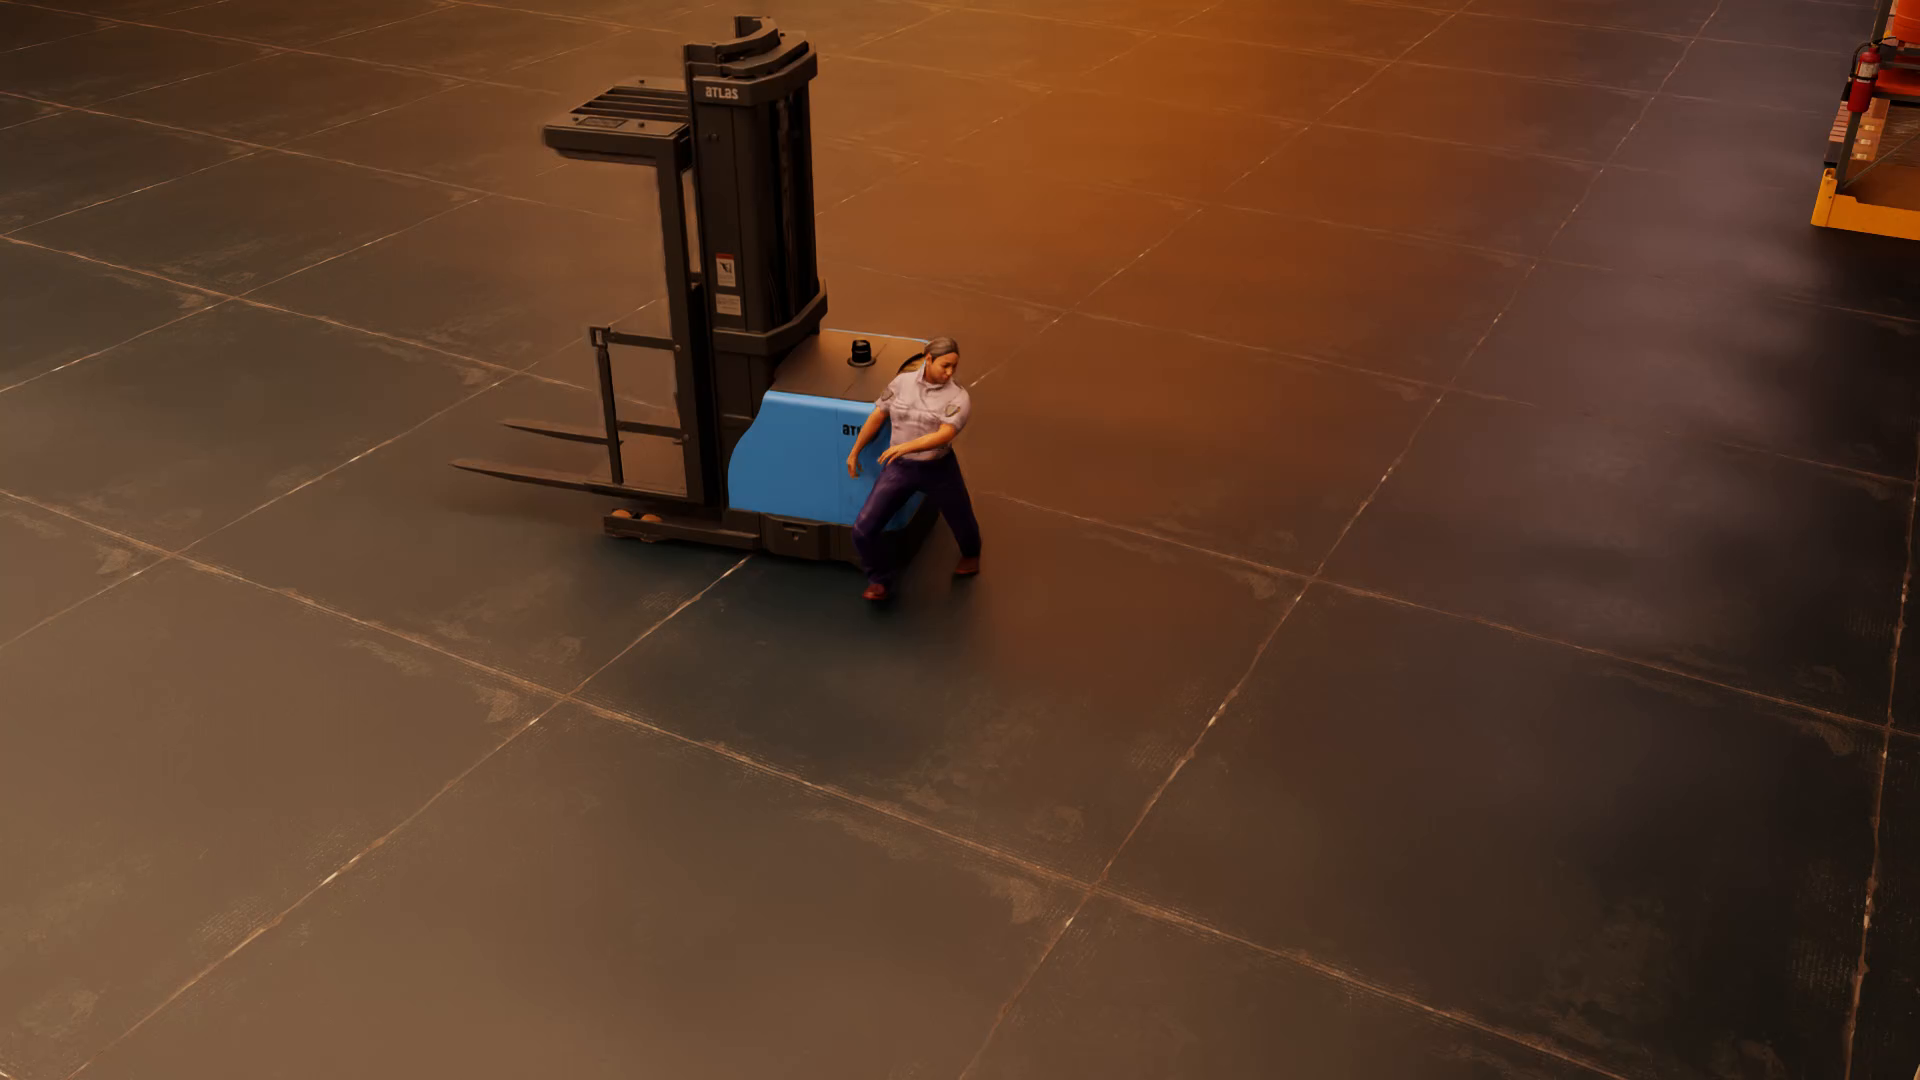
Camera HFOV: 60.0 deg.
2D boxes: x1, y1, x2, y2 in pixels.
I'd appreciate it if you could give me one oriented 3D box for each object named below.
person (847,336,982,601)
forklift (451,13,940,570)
[{"bbox_3d":[-0.267,-0.375,9.135,0.740,1.524,0.833,5,30,8],"label":"person"},{"bbox_3d":[-1.636,-1.498,9.666,3.031,2.935,1.130,8,31,14],"label":"forklift"}]
